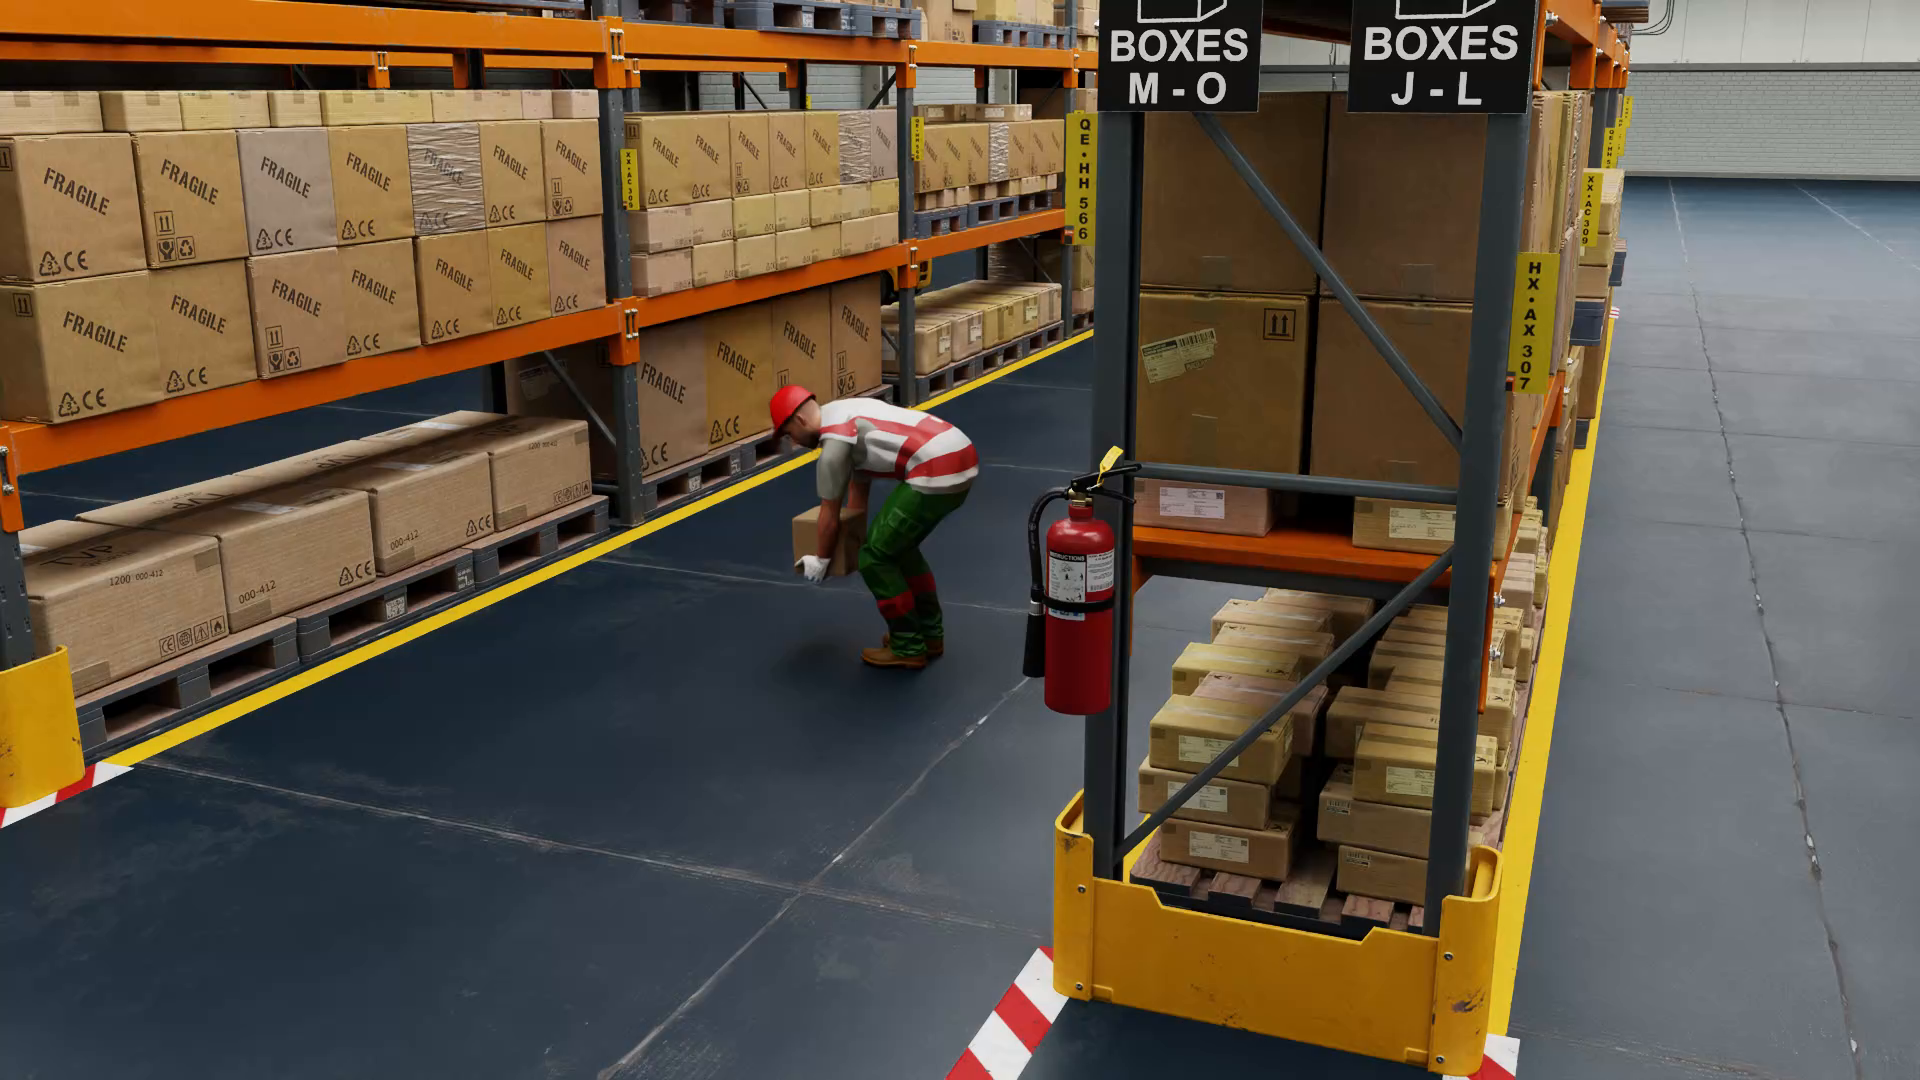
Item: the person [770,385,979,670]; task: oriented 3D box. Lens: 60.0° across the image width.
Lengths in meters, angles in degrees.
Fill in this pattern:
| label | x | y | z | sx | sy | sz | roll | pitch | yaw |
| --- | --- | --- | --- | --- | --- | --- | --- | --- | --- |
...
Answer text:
| label | x | y | z | sx | sy | sz | roll | pitch | yaw |
| --- | --- | --- | --- | --- | --- | --- | --- | --- | --- |
| person | -0.384 | -0.068 | 7.325 | 0.938 | 1.207 | 0.500 | 5 | 16 | 18 |
